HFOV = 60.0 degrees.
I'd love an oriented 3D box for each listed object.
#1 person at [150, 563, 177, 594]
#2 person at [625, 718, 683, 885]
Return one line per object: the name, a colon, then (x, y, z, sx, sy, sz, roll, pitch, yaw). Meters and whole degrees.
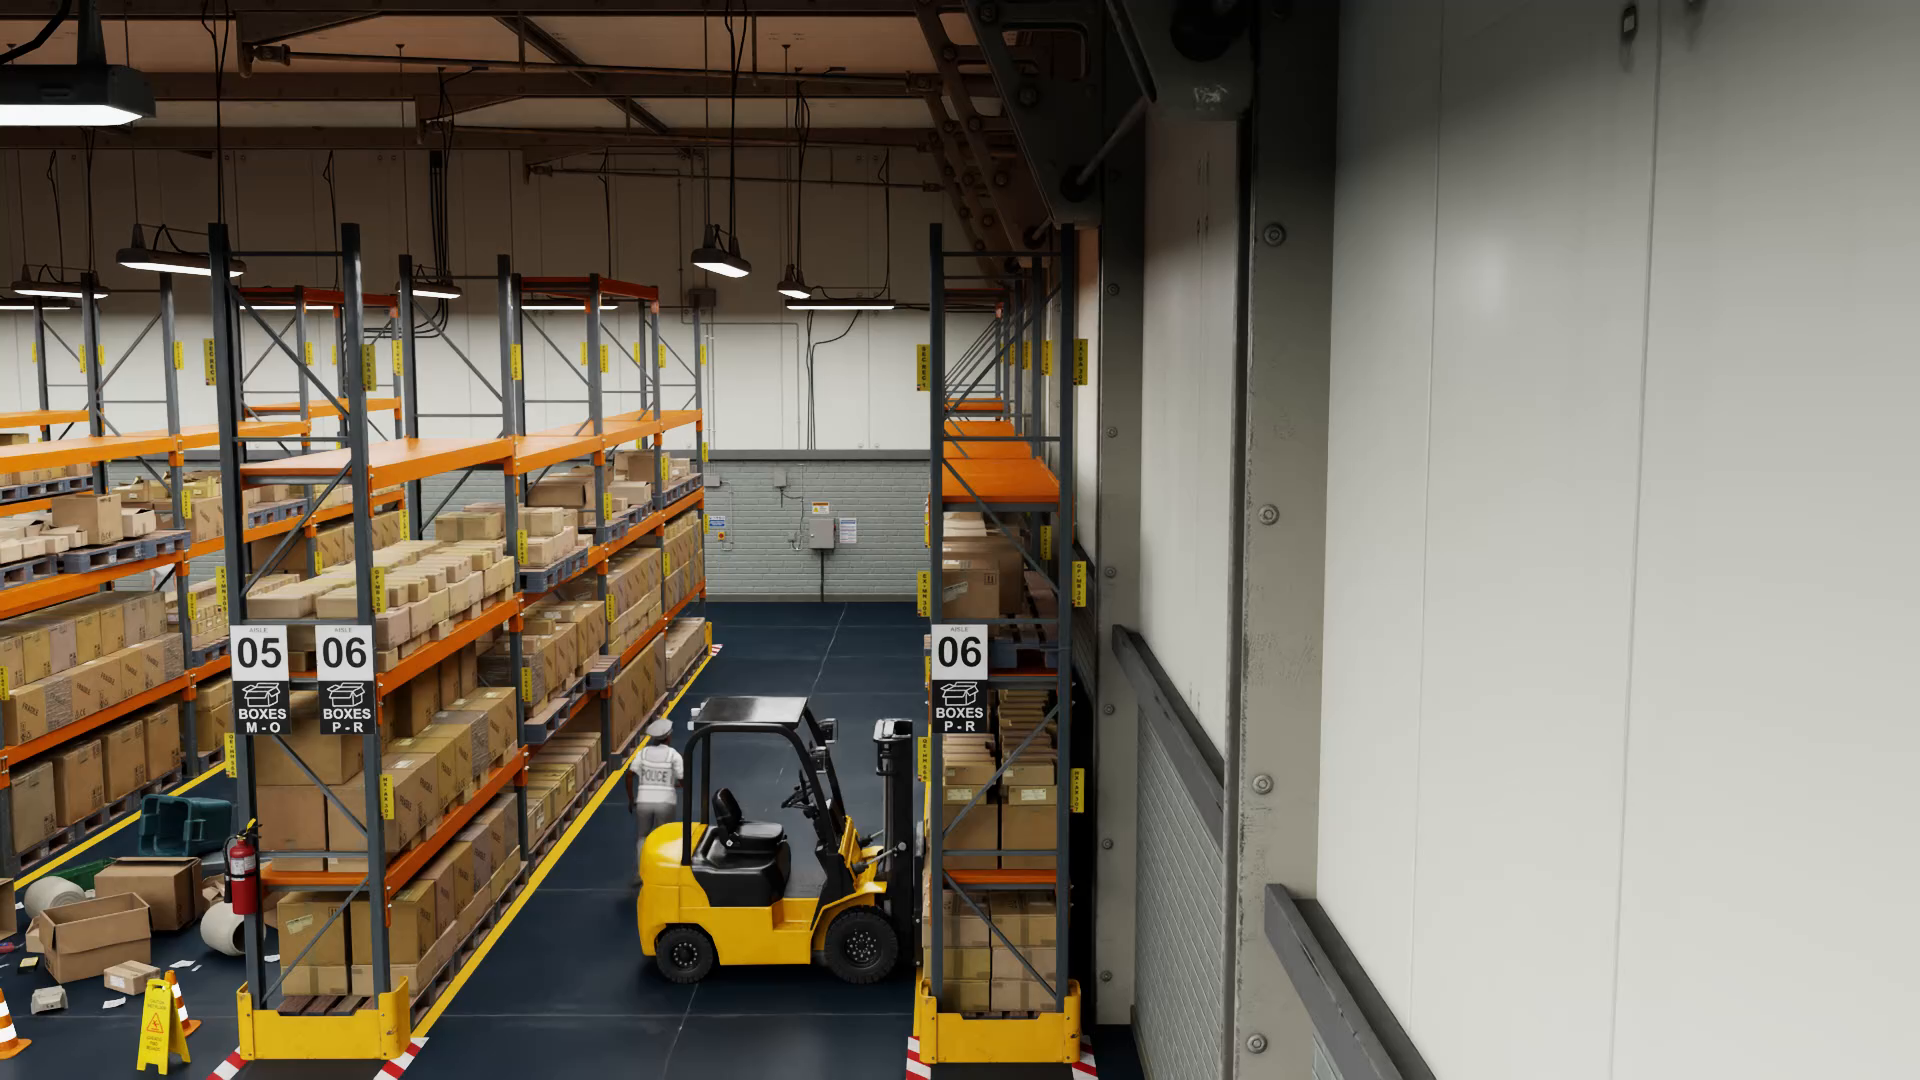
person: (-13.956, 0.927, 29.164, 0.442, 1.651, 0.598, -6, 9, -40)
person: (-2.909, 2.523, 15.985, 0.580, 1.596, 0.720, 0, 7, 2)
